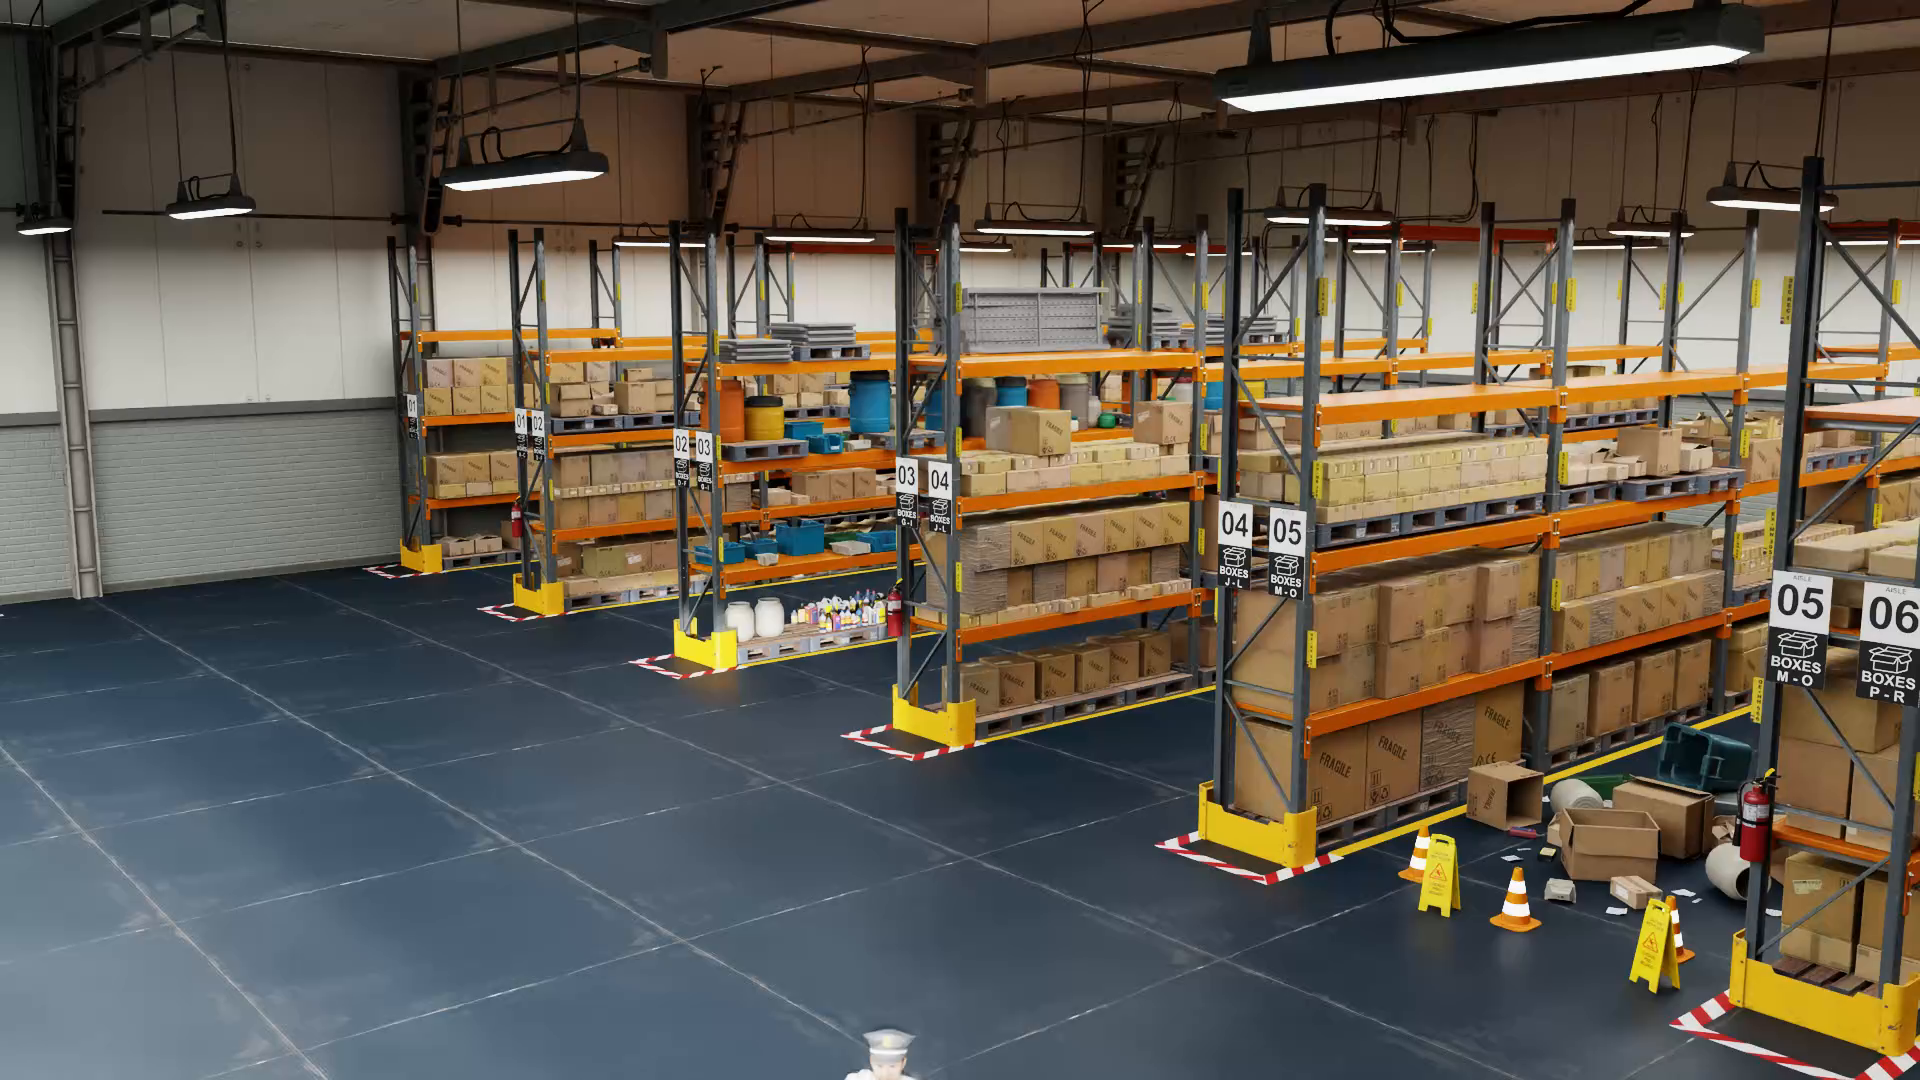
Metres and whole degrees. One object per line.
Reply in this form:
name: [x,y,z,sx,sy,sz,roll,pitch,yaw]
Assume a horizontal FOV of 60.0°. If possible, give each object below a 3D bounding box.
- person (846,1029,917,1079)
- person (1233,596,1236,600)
person: [-0.330,3.129,8.042,0.541,1.729,0.844,0,9,-1]
person: [4.194,0.099,25.888,0.673,1.807,0.849,7,12,40]
